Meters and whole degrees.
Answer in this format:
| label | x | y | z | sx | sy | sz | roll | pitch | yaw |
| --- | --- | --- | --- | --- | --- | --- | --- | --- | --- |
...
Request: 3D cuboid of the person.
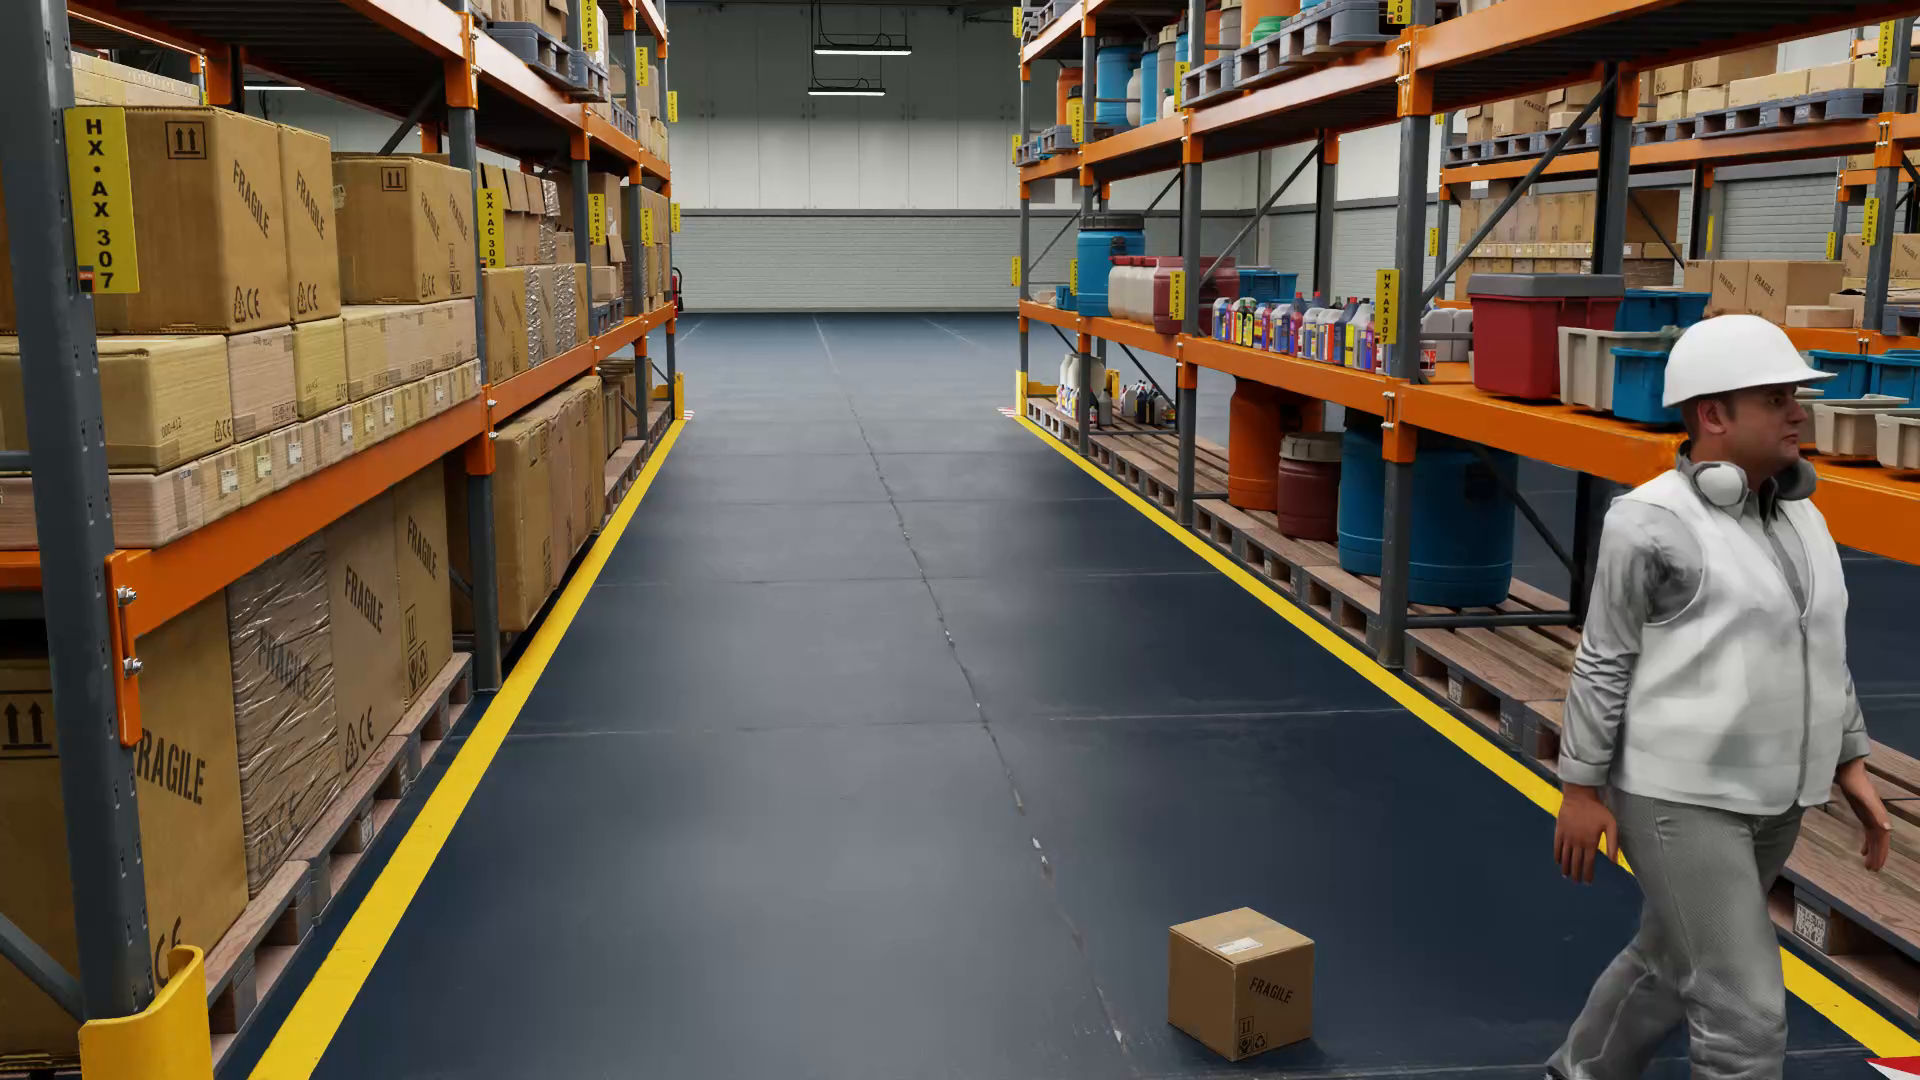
| label | x | y | z | sx | sy | sz | roll | pitch | yaw |
| --- | --- | --- | --- | --- | --- | --- | --- | --- | --- |
| person | 1.502 | 0.482 | 3.003 | 0.573 | 1.719 | 0.992 | -6 | 11 | -30 |
